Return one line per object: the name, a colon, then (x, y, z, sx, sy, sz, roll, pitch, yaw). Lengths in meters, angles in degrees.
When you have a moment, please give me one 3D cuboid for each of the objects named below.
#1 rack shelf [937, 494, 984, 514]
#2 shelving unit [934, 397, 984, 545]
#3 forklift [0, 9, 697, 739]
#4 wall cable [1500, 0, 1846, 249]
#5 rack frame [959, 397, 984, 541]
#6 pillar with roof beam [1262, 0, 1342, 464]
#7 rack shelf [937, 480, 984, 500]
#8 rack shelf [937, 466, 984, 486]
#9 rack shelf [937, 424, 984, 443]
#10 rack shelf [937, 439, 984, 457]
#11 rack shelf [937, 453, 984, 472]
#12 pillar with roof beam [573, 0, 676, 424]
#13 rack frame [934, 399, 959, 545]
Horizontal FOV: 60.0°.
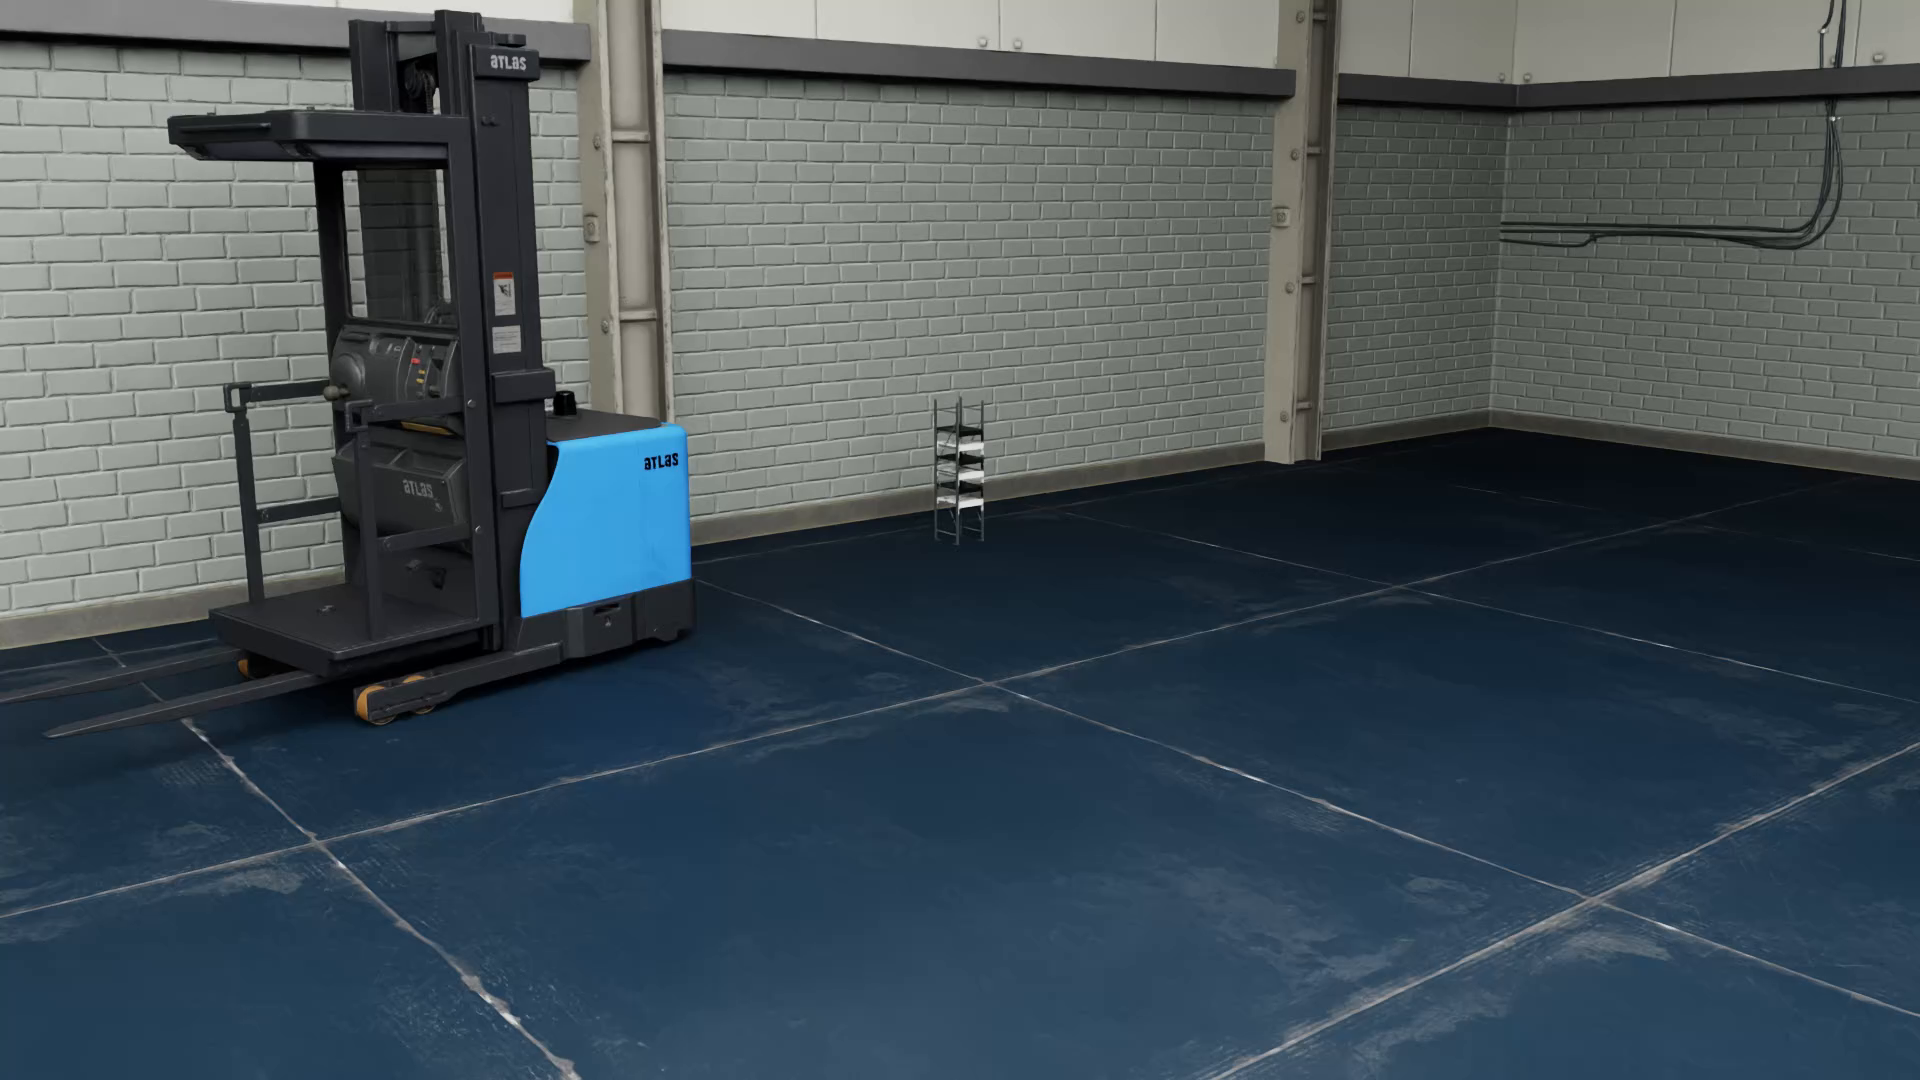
rack shelf: (-0.006, -0.230, 10.575, 0.200, 0.077, 0.258, -9, 15, -38)
shelving unit: (-0.006, -0.439, 10.530, 0.210, 0.900, 0.258, -9, 15, -38)
forklift: (-2.646, -0.774, 7.219, 1.130, 2.935, 3.031, 10, 15, 39)
wall cable: (5.867, -3.715, 13.935, 0.112, 2.526, 3.097, -9, 15, -38)
rack frame: (0.073, -0.452, 10.592, 0.006, 0.900, 0.240, -9, 15, -38)
pillar with roof beam: (5.430, -4.368, 9.534, 0.400, 9.000, 9.100, -9, 15, -38)
rack shelf: (-0.006, -0.318, 10.556, 0.200, 0.077, 0.258, -9, 15, -38)
rack shelf: (-0.006, -0.407, 10.537, 0.200, 0.077, 0.258, -9, 15, -38)
rack shelf: (-0.006, -0.671, 10.481, 0.200, 0.077, 0.258, -9, 15, -38)
rack shelf: (-0.006, -0.583, 10.500, 0.200, 0.077, 0.258, -9, 15, -38)
rack shelf: (-0.006, -0.495, 10.519, 0.200, 0.077, 0.258, -9, 15, -38)
pillar with roof beam: (0.745, -3.589, 5.867, 0.400, 9.000, 9.100, -9, 15, -38)
rack frame: (-0.086, -0.426, 10.468, 0.006, 0.900, 0.240, -9, 15, -38)
